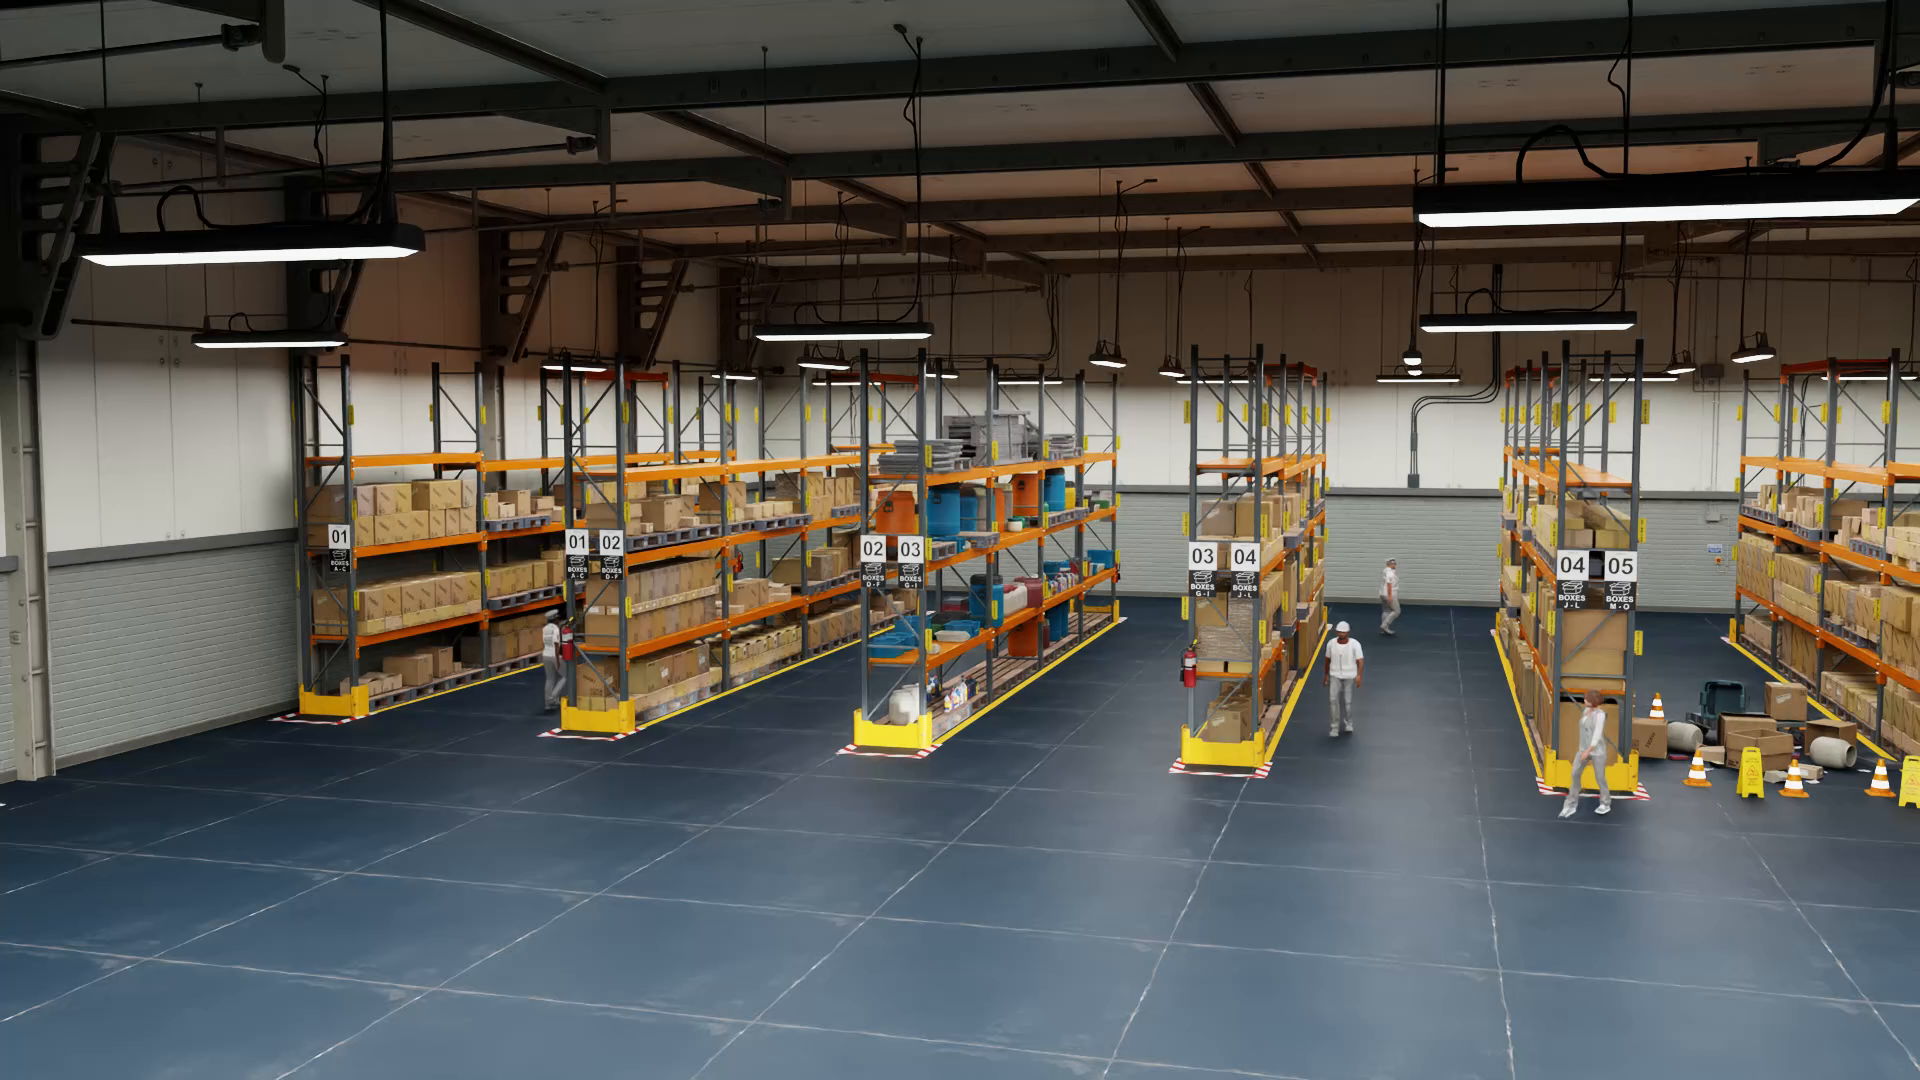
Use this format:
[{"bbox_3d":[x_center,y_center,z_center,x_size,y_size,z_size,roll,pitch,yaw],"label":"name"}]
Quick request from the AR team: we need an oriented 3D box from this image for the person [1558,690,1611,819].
[{"bbox_3d":[7.842,2.663,20.695,0.749,1.611,0.381,-2,5,-27],"label":"person"}]

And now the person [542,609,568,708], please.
[{"bbox_3d":[-6.939,2.033,28.394,0.507,1.671,0.479,2,5,23],"label":"person"}]

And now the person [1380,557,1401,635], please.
[{"bbox_3d":[9.779,1.276,37.965,0.464,1.759,0.579,0,4,-3],"label":"person"}]

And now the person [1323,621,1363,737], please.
[{"bbox_3d":[6.008,2.171,26.123,0.642,1.792,0.639,2,5,26],"label":"person"}]
